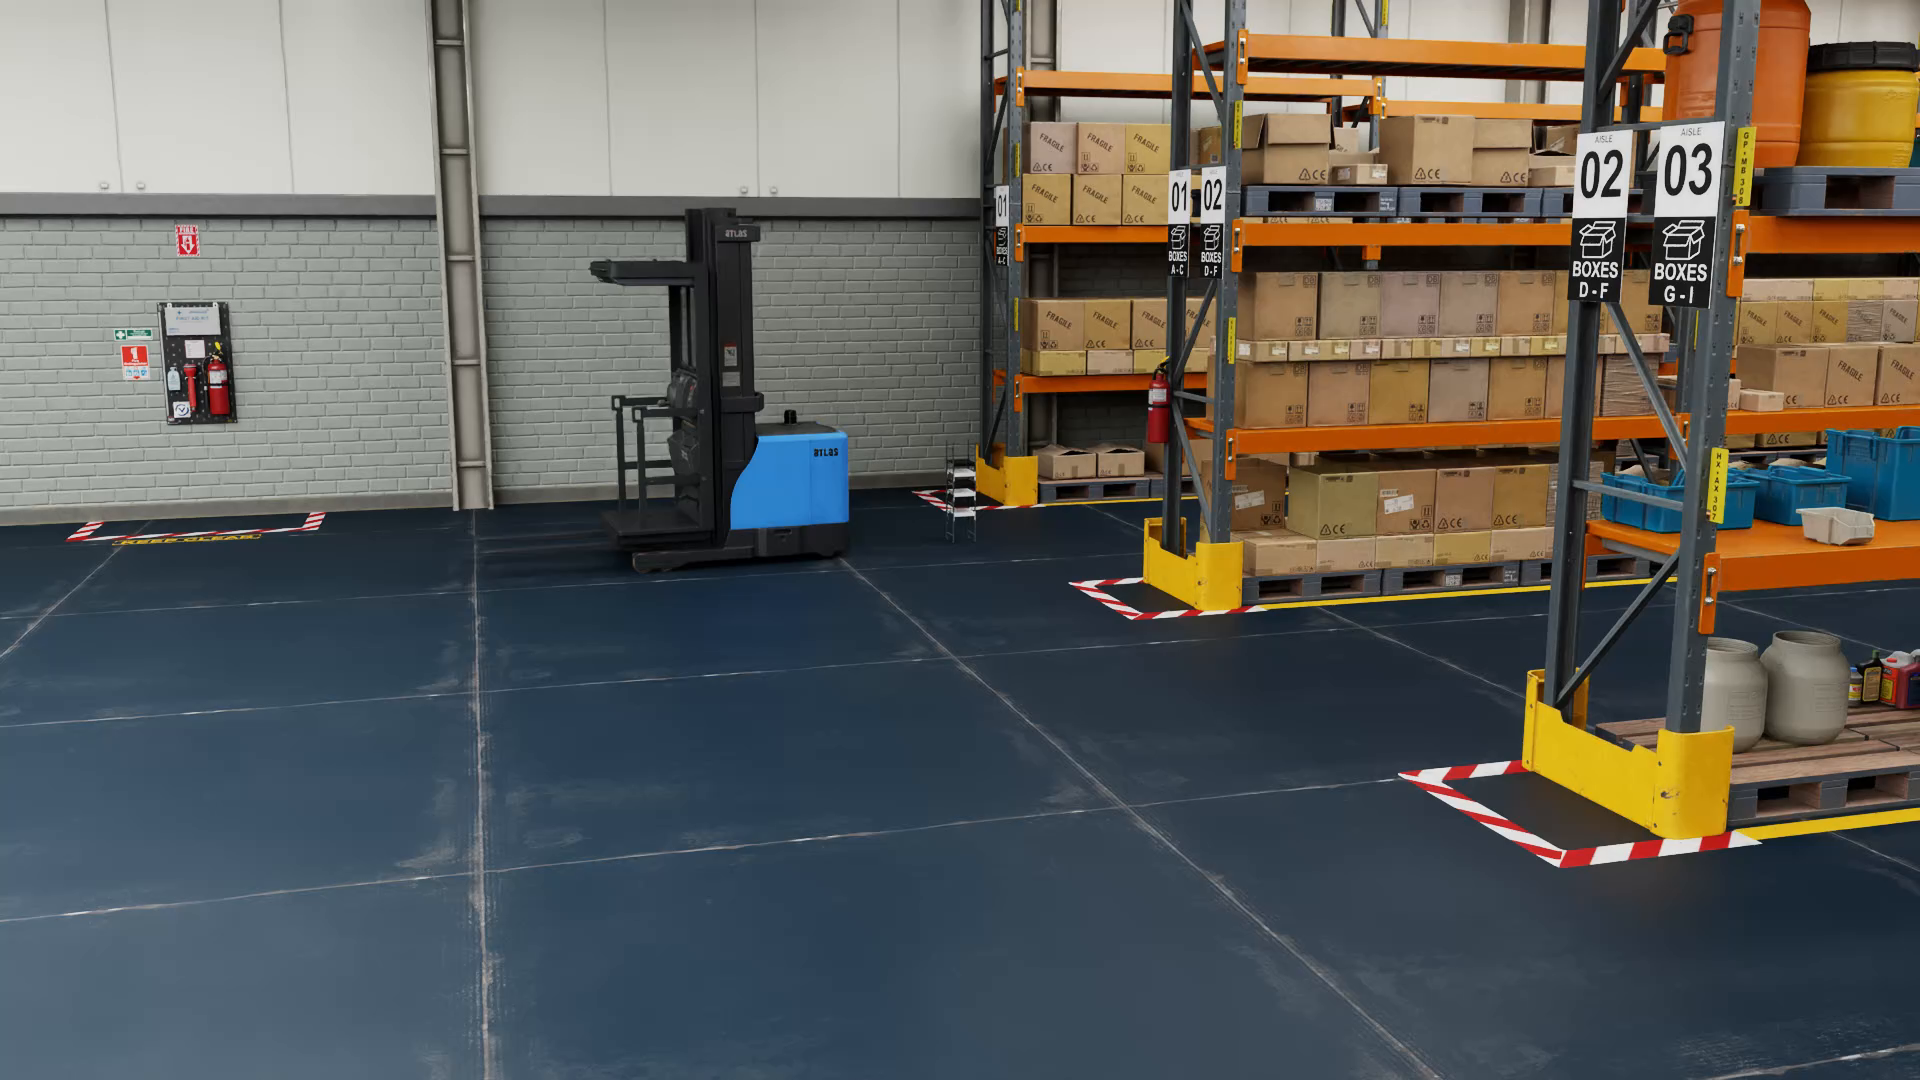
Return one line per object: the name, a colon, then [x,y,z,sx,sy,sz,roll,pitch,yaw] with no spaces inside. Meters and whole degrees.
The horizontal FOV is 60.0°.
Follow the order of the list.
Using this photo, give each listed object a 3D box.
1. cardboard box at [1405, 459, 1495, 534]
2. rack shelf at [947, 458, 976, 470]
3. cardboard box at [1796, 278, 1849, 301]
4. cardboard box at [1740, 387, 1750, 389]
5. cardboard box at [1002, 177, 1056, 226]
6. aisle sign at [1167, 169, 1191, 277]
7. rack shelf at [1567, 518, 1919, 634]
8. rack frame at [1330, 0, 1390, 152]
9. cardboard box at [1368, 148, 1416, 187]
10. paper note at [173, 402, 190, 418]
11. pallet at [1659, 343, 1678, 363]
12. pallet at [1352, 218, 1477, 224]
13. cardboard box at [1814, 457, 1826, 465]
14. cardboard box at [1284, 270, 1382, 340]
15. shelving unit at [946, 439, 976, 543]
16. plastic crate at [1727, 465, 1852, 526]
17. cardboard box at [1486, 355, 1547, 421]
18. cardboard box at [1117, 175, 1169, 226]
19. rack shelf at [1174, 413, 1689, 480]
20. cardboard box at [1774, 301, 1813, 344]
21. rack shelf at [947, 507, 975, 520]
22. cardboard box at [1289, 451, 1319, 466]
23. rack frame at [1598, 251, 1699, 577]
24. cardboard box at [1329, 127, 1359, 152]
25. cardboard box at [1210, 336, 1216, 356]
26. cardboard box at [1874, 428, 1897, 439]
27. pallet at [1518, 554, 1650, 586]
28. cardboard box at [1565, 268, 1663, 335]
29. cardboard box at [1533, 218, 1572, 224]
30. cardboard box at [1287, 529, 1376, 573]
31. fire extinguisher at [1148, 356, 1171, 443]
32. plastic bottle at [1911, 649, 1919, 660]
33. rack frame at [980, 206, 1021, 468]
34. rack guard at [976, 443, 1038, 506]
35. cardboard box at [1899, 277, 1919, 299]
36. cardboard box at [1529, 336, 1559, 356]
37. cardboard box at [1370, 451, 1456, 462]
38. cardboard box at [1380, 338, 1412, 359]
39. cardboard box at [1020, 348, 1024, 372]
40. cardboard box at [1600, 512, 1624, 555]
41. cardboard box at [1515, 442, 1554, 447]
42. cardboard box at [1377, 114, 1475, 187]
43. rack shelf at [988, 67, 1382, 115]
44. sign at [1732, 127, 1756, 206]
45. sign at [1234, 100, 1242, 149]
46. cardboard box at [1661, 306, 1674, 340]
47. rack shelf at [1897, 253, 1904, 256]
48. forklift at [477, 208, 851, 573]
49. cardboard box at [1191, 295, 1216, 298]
cardboard box: [3.814,-0.348,13.017,0.500,0.500,0.500,-3,11,-16]
rack shelf: [0.008,-0.676,14.924,0.200,0.077,0.258,-3,11,-16]
cardboard box: [10.080,-2.960,19.614,0.500,0.250,0.500,-3,11,-17]
cardboard box: [6.430,-1.274,14.054,0.258,0.266,0.396,-3,11,-17]
cardboard box: [0.738,-3.522,17.275,0.500,0.500,0.500,-2,11,-12]
aisle sign: [1.651,-2.388,12.551,0.004,0.787,0.394,-3,11,-16]
rack shelf: [5.097,0.053,8.463,4.000,0.370,1.077,-3,11,-16]
rack frame: [4.249,-5.075,17.760,0.127,3.000,1.000,-3,11,-16]
cardboard box: [3.362,-2.900,12.931,0.500,0.311,0.500,-2,11,-9]
paper note: [-7.495,-1.256,16.016,0.142,0.148,0.016,-3,11,-16]
pallet: [7.435,-2.178,19.123,1.003,0.211,1.213,-3,11,-16]
pallet: [4.871,-3.520,18.117,1.003,0.211,1.213,-3,11,-16]
cardboard box: [7.900,-0.567,14.729,0.500,0.311,0.500,-3,11,-17]
cardboard box: [2.802,-1.800,12.681,0.500,0.500,0.700,-3,11,-17]
shelving unit: [0.008,-0.443,14.967,0.210,0.900,0.258,-3,11,-16]
plastic crate: [4.199,-0.236,8.455,0.408,0.251,0.499,-3,11,-16]
cardboard box: [4.225,-1.237,13.204,0.500,0.500,0.700,-3,11,-15]
cardboard box: [1.822,-3.478,17.037,0.500,0.500,0.500,-2,11,-13]
rack shelf: [3.716,-0.809,13.142,4.000,0.370,1.077,-3,11,-16]
cardboard box: [9.609,-2.562,19.527,0.500,0.500,0.500,-3,11,-16]
rack shelf: [0.008,-0.233,15.006,0.200,0.077,0.258,-3,11,-16]
cardboard box: [3.743,-0.915,18.344,0.250,0.166,0.380,-5,11,-23]
rack frame: [5.637,-1.264,13.626,0.127,3.000,1.000,-3,11,-16]
cardboard box: [3.843,-4.078,17.536,0.500,0.500,0.500,-4,11,-21]
cardboard box: [2.110,-1.482,12.744,0.250,0.149,0.380,-3,11,-17]
cardboard box: [11.342,-1.623,20.357,0.750,0.750,0.750,-3,11,-15]
pallet: [4.861,0.141,13.700,1.213,0.211,1.003,-3,11,-16]
cardboard box: [5.212,-1.927,13.372,0.500,0.500,0.700,-3,11,-16]
cardboard box: [6.819,-3.813,18.851,0.637,0.503,0.797,-1,11,-8]
cardboard box: [2.852,0.070,12.816,0.500,0.250,0.500,-3,11,-16]
fire extinguisher: [1.553,-1.098,12.940,0.183,0.674,0.296,-3,11,-16]
plastic bottle: [5.201,0.739,9.055,0.135,0.276,0.152,-3,11,-18]
rack frame: [0.408,-1.922,17.203,0.127,3.000,1.000,-3,11,-16]
rack guard: [0.481,-0.697,17.451,0.348,0.500,1.175,-3,11,-16]
cardboard box: [11.553,-3.036,20.026,0.500,0.250,0.500,-3,11,-15]
cardboard box: [4.458,-1.530,13.003,0.250,0.149,0.380,-3,11,-16]
cardboard box: [3.664,-0.441,13.523,0.500,0.500,0.500,-3,11,-16]
cardboard box: [3.224,-1.464,12.649,0.250,0.149,0.380,-3,11,-18]
cardboard box: [0.803,-1.916,17.527,0.500,0.250,0.500,-3,11,-15]
cardboard box: [5.253,-0.057,13.503,0.500,0.250,0.500,-3,11,-16]
cardboard box: [6.416,-1.233,19.147,0.500,0.500,0.700,-3,11,-16]
cardboard box: [3.467,-2.898,12.394,0.500,0.500,0.500,-3,11,-16]
rack shelf: [2.328,-4.618,17.275,4.000,0.370,1.077,-3,11,-16]
sign: [3.327,-1.584,7.055,0.005,0.325,0.100,-3,11,-16]
sign: [1.946,-2.909,11.643,0.005,0.325,0.100,-3,11,-16]
cardboard box: [8.469,-2.602,19.743,0.500,0.500,0.500,-3,11,-16]
rack shelf: [10.009,-3.550,19.746,4.000,0.370,1.077,-3,11,-16]
forklift: [-2.506,-1.278,13.893,3.031,2.935,1.130,-4,11,-21]
cardboard box: [2.761,-2.392,18.044,0.500,0.500,0.500,-3,11,-14]
